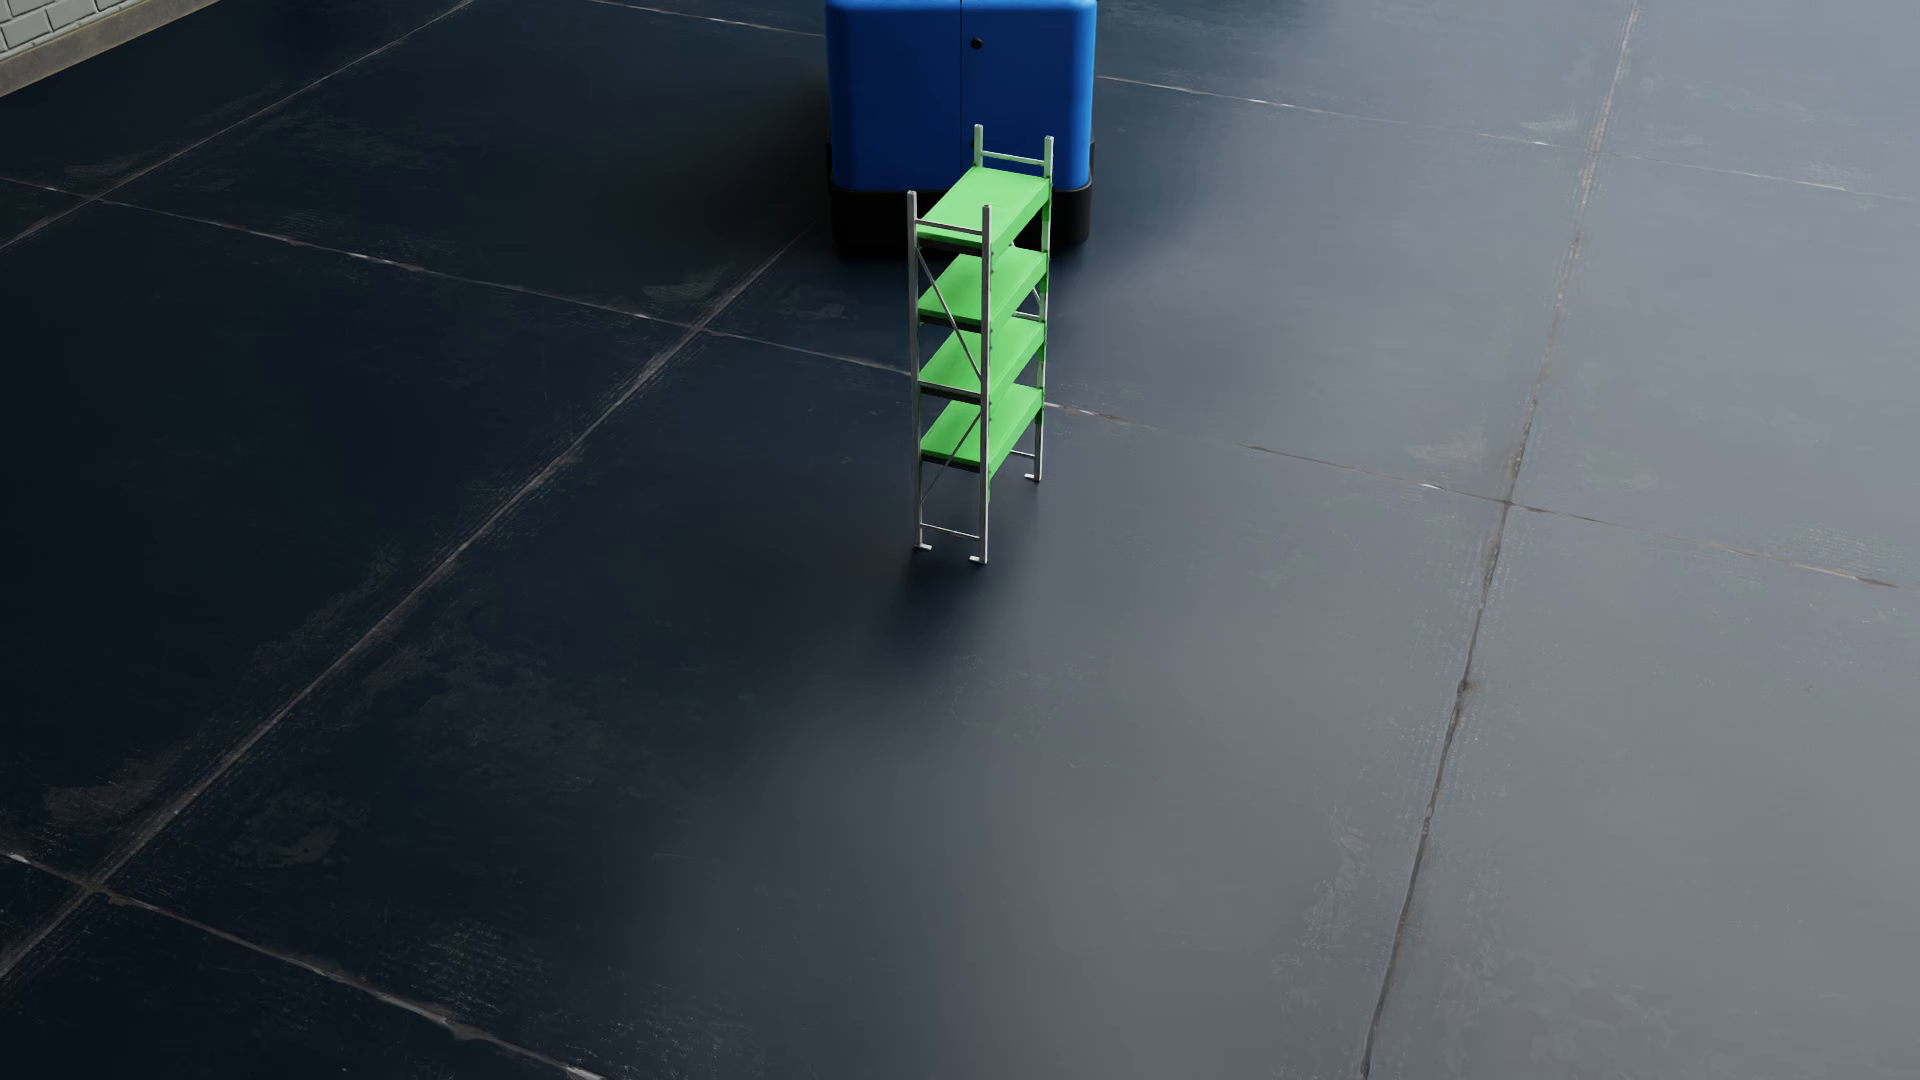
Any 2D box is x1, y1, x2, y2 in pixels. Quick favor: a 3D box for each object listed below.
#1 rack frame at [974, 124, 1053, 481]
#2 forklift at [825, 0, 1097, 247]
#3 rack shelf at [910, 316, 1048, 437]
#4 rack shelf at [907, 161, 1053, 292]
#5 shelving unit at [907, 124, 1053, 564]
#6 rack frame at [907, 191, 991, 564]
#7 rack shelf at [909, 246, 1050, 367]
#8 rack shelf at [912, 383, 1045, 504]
[{"bbox_3d":[0.156,-0.707,5.194,0.240,1.200,0.015,14,39,18],"label":"rack frame"},{"bbox_3d":[-0.006,-3.208,7.094,1.130,2.935,3.031,0,37,0],"label":"forklift"},{"bbox_3d":[0.063,-0.521,5.052,0.258,0.148,0.480,14,39,18],"label":"rack shelf"},{"bbox_3d":[0.063,-0.906,4.764,0.258,0.148,0.480,14,39,18],"label":"rack shelf"},{"bbox_3d":[0.063,-0.572,5.013,0.258,1.200,0.503,14,39,18],"label":"shelving unit"},{"bbox_3d":[-0.030,-0.437,4.833,0.240,1.200,0.015,14,39,18],"label":"rack frame"},{"bbox_3d":[0.063,-0.713,4.908,0.258,0.148,0.480,14,39,18],"label":"rack shelf"},{"bbox_3d":[0.063,-0.329,5.195,0.258,0.148,0.480,14,39,18],"label":"rack shelf"}]
